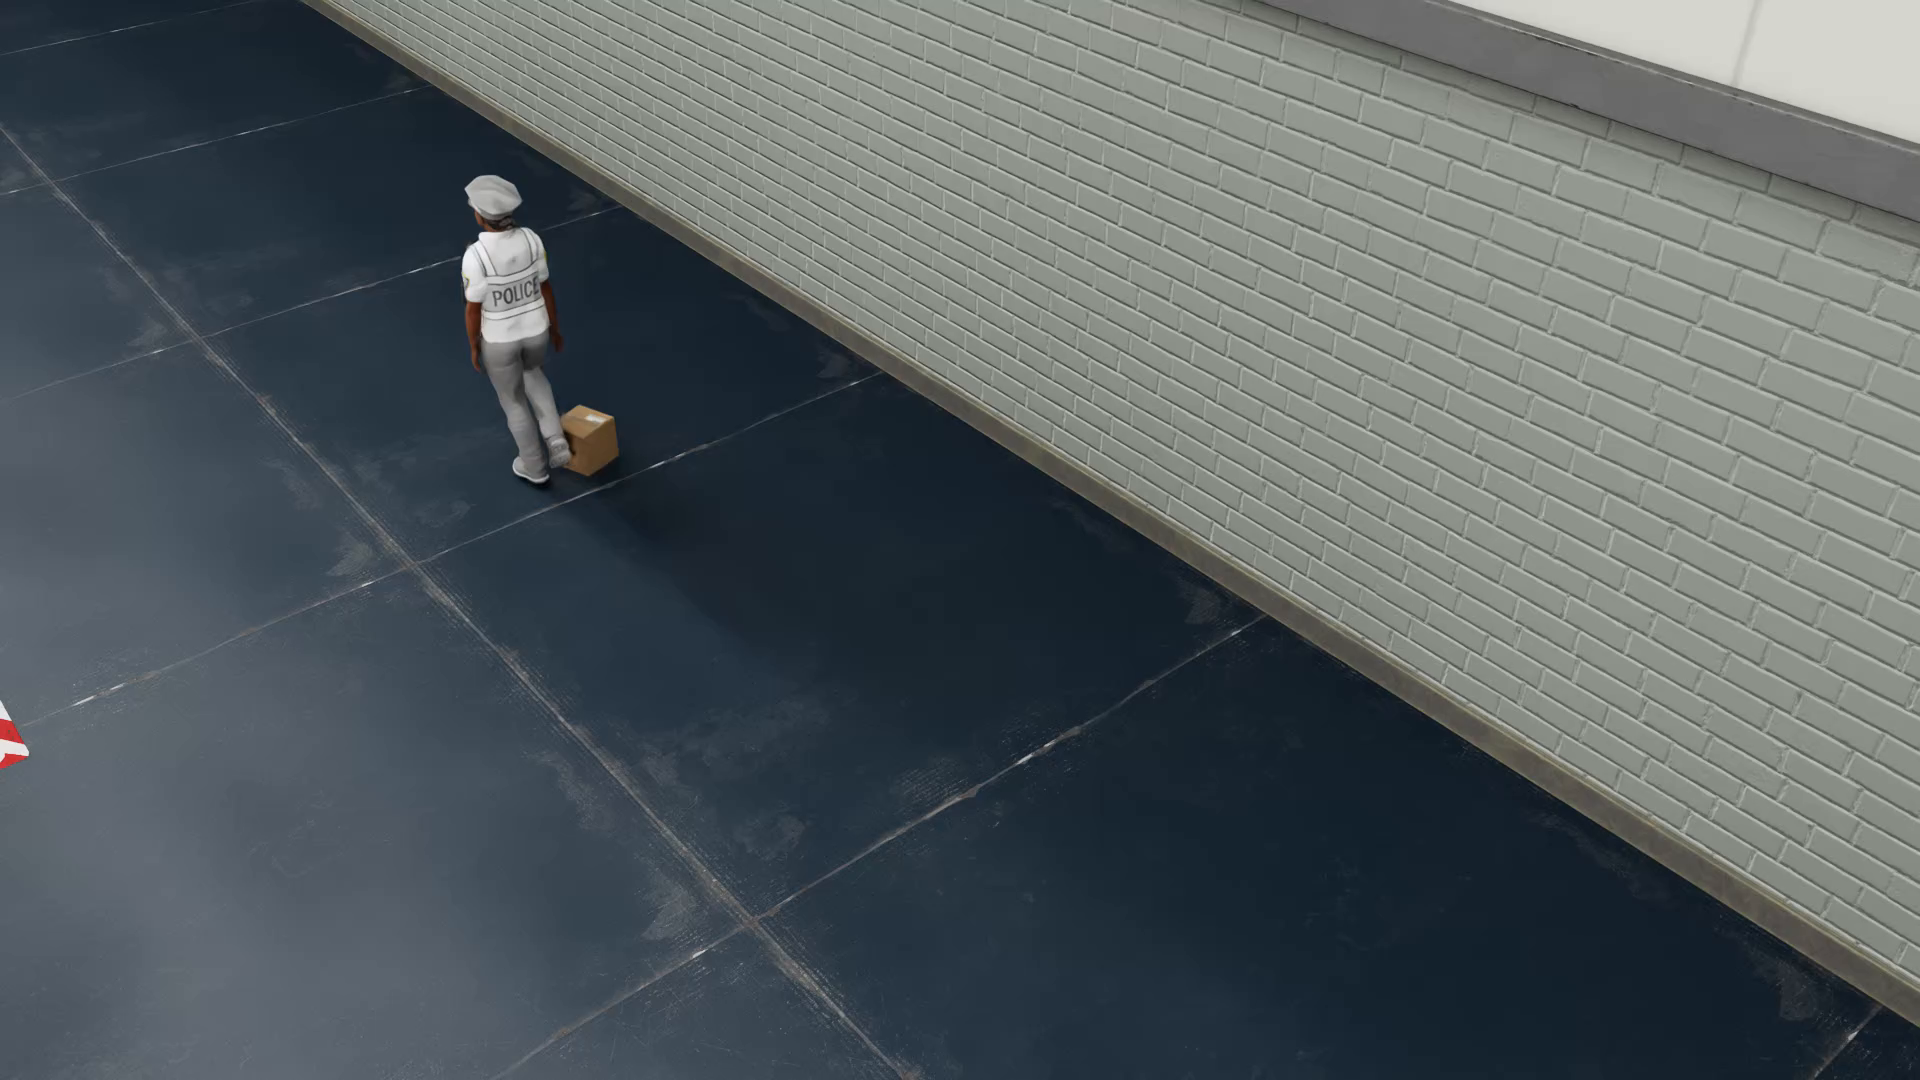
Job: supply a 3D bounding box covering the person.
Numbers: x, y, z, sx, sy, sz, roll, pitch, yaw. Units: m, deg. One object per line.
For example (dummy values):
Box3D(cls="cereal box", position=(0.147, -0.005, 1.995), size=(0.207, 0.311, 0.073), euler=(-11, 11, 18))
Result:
Box3D(cls="person", position=(-2.290, -1.064, 8.464), size=(0.482, 1.693, 0.438), euler=(-29, 45, -34))
